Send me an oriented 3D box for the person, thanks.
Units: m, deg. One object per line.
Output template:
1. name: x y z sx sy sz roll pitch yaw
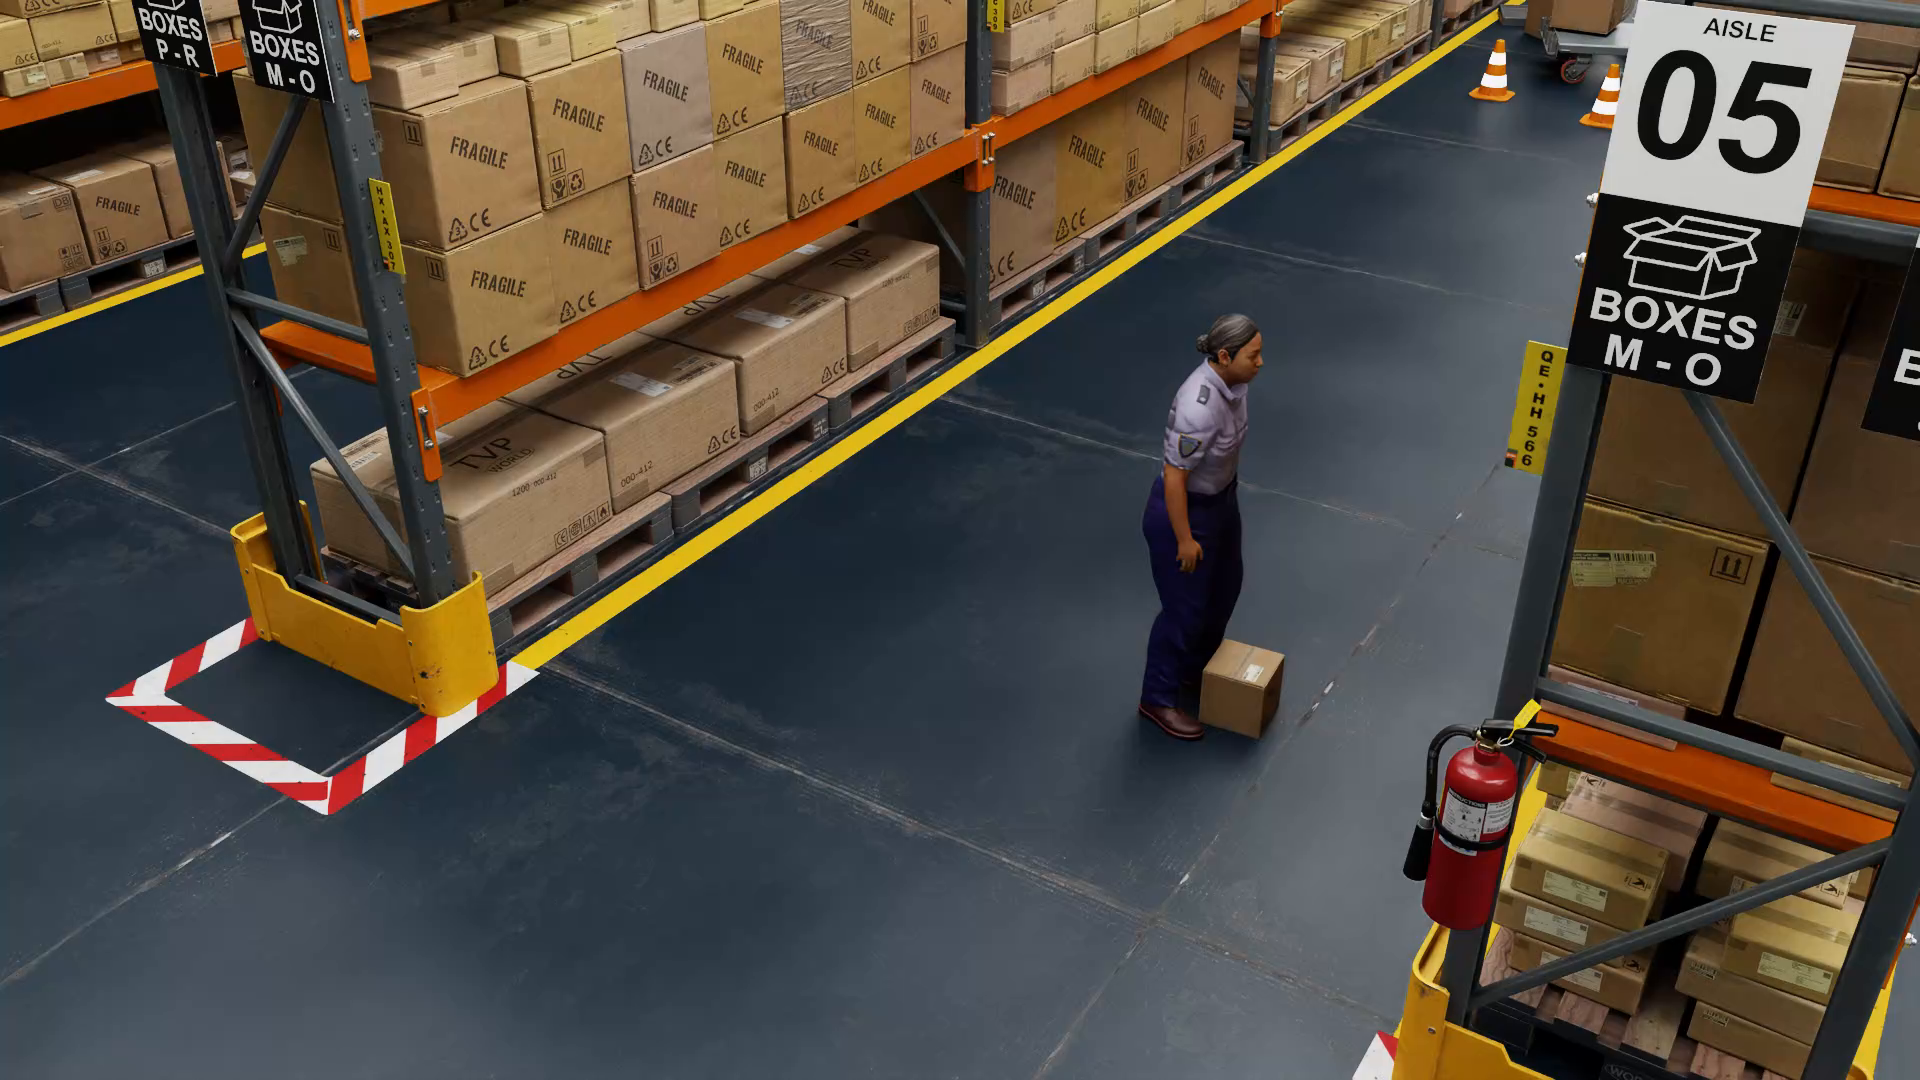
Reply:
1. person: 0.926 -0.077 6.269 0.423 1.652 0.564 16 34 25
